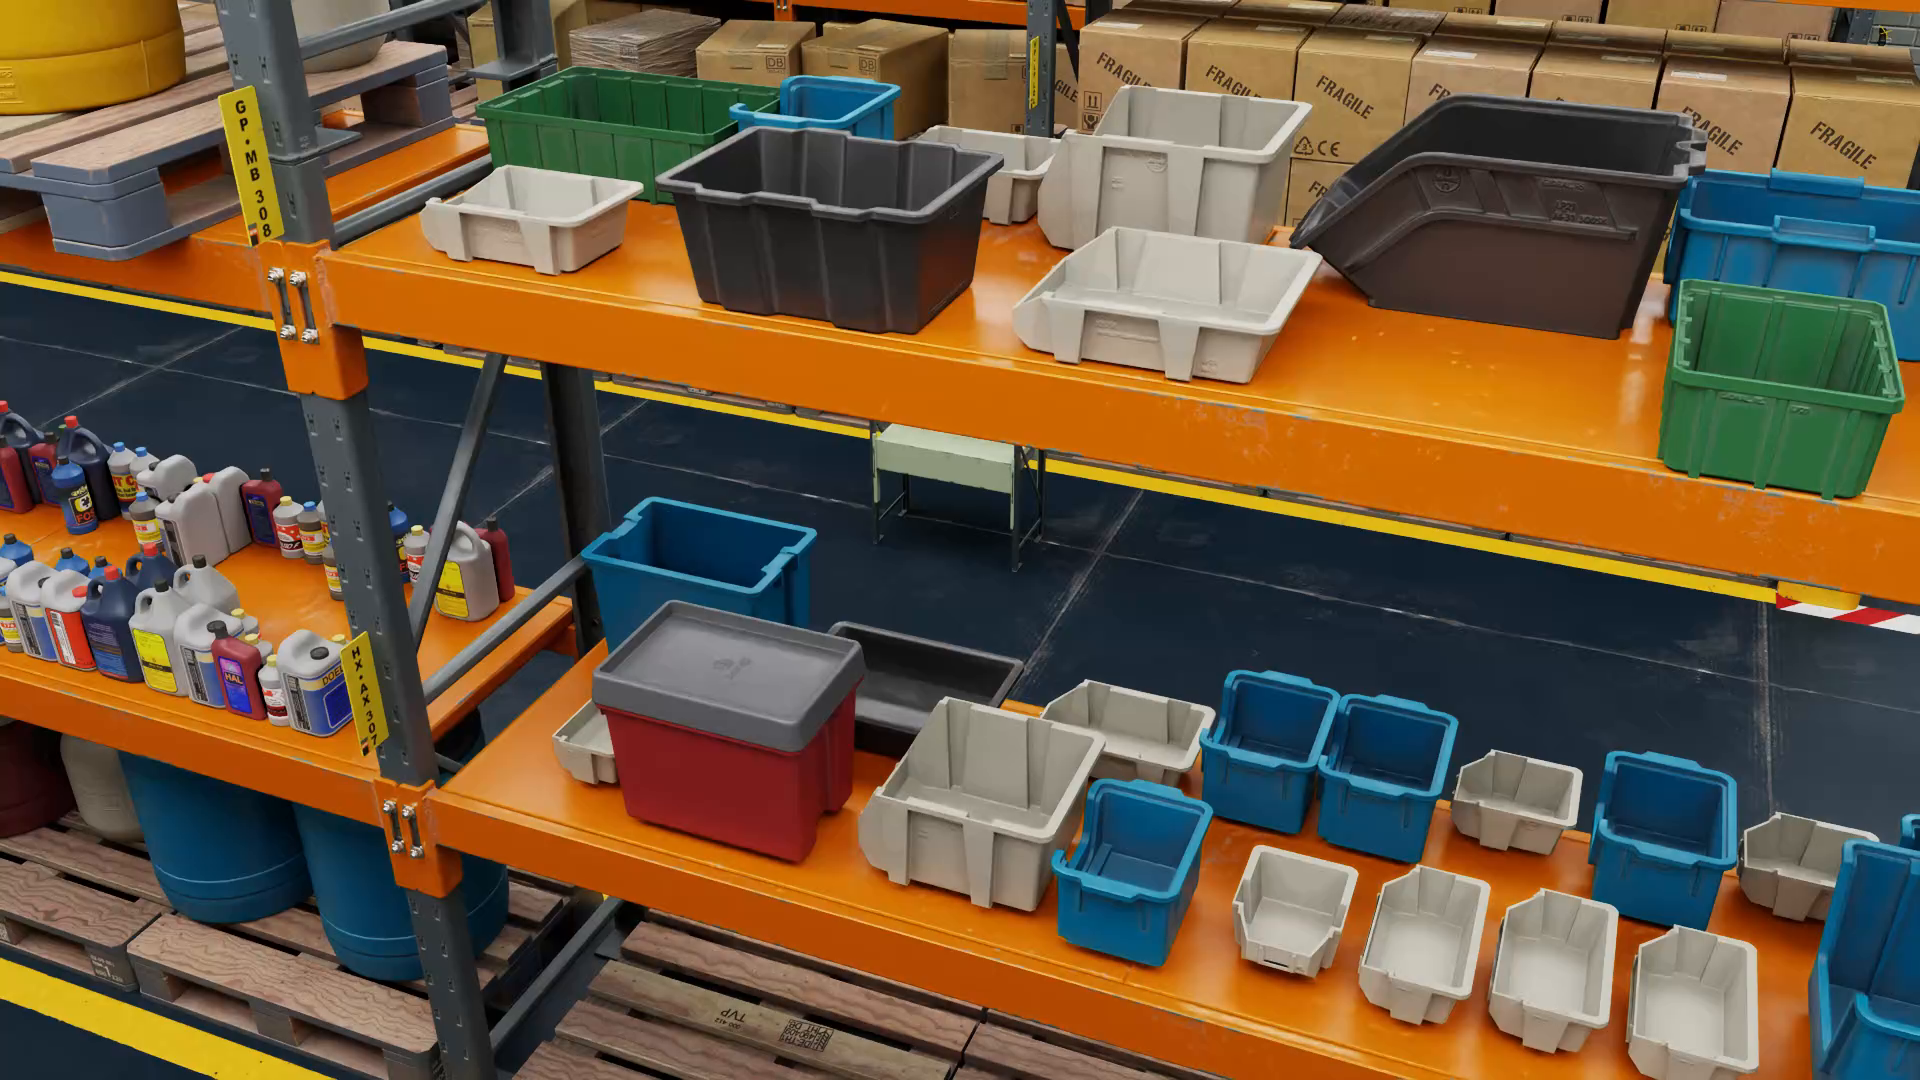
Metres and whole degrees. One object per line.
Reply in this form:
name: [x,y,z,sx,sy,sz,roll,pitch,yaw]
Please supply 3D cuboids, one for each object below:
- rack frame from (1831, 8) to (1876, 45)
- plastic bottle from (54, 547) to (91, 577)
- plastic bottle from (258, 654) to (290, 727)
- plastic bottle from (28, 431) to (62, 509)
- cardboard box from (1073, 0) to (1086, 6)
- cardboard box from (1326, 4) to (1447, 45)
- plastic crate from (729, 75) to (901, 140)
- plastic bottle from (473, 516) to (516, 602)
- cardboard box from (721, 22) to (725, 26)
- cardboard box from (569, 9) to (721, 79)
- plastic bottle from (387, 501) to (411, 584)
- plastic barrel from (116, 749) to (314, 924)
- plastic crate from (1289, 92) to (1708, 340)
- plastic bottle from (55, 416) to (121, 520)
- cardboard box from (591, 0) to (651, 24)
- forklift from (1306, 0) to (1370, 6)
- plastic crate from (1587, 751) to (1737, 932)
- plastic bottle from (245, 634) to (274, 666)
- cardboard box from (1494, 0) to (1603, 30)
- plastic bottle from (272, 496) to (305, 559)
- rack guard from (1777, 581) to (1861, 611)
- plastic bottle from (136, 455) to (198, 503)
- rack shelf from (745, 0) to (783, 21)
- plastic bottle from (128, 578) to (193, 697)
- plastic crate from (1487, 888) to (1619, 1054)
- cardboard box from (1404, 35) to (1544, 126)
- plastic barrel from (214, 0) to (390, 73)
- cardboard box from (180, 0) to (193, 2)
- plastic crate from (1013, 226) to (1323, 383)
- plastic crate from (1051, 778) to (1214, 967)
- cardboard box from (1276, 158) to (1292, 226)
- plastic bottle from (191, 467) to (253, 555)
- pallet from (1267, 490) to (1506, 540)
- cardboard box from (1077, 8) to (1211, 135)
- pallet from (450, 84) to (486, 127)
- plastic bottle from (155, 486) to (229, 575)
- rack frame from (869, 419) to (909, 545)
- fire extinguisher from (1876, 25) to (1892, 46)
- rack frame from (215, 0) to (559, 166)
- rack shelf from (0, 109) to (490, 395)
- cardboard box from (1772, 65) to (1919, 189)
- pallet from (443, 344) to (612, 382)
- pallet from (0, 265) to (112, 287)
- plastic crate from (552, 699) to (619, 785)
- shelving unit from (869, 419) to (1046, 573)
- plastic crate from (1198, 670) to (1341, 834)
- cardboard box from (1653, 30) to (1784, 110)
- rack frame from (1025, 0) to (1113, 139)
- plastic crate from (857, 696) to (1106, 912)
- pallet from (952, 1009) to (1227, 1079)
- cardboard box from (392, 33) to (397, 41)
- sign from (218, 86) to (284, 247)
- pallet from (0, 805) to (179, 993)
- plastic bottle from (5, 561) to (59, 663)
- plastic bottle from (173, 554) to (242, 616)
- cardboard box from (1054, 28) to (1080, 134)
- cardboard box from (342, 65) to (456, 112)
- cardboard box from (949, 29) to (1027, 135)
rack frame: [6.128,-3.514,11.419,0.127,3.000,1.000,11,31,19]
plastic bottle: [-2.691,0.147,5.072,0.097,0.271,0.097,0,29,0]
plastic bottle: [-1.908,0.415,4.669,0.097,0.201,0.097,0,29,0]
plastic bottle: [-3.144,-0.248,5.759,0.133,0.283,0.061,11,31,19]
cardboard box: [1.067,-4.289,13.025,0.250,0.149,0.380,11,31,19]
cardboard box: [2.071,-2.311,8.173,0.500,0.500,0.500,12,31,20]
plastic crate: [-0.340,-0.947,3.999,0.300,0.233,0.416,11,31,19]
plastic bottle: [-1.483,0.051,5.229,0.133,0.283,0.061,11,31,19]
cardboard box: [-2.406,-4.355,15.000,0.500,0.500,0.700,11,31,19]
cardboard box: [-1.743,-2.640,9.344,0.500,0.500,0.700,18,34,28]
plastic bottle: [-1.811,0.001,5.331,0.097,0.271,0.097,0,29,0]
plastic barrel: [-2.458,0.754,5.573,0.708,0.901,0.600,11,31,19]
plastic crate: [1.091,-0.684,3.426,0.767,0.338,0.504,11,31,19]
plastic bottle: [-2.989,-0.256,5.705,0.185,0.351,0.144,11,31,19]
cardboard box: [-2.955,-4.760,14.955,0.500,0.250,0.500,11,31,19]
forklift: [1.756,-3.062,10.688,3.031,2.935,1.130,20,35,31]
plastic crate: [1.688,0.732,4.015,0.300,0.233,0.416,11,31,19]
plastic bottle: [-2.009,0.363,4.762,0.097,0.201,0.097,0,29,0]
cardboard box: [4.270,-4.009,11.990,0.700,0.700,0.980,10,31,17]
plastic bottle: [-2.206,-0.048,5.488,0.097,0.201,0.097,0,29,0]
rack guard: [4.198,-0.181,8.062,0.348,0.500,1.175,11,31,19]
plastic bottle: [-2.662,-0.157,5.605,0.135,0.276,0.152,11,31,19]
rack shelf: [-3.139,-5.051,14.869,4.000,0.370,1.077,11,31,19]
plastic bottle: [-2.278,0.264,4.785,0.185,0.351,0.144,11,31,19]
plastic crate: [1.316,0.963,3.705,0.243,0.136,0.396,11,31,19]
cardboard box: [2.326,-1.972,7.574,0.500,0.500,0.500,12,32,21]
plastic barrel: [-1.697,-1.496,4.236,0.433,0.535,0.433,0,29,0]
cardboard box: [-8.091,-5.326,16.910,0.500,0.311,0.500,8,30,13]
plastic crate: [0.395,-0.457,3.230,0.530,0.136,0.437,11,31,19]
plastic crate: [0.403,0.787,3.919,0.300,0.233,0.416,11,31,19]
cardboard box: [1.408,-1.727,8.155,0.500,0.500,0.500,12,32,20]
plastic bottle: [-2.447,-0.114,5.529,0.135,0.276,0.152,11,31,19]
pallet: [2.333,-0.428,8.794,1.213,0.211,1.003,11,31,19]
cardboard box: [0.893,-2.258,8.079,0.500,0.500,0.500,12,32,20]
pallet: [-2.490,-2.558,9.922,1.003,0.211,1.213,11,31,19]
plastic bottle: [-2.505,-0.044,5.406,0.135,0.276,0.152,11,31,19]
rack frame: [-0.345,-0.722,8.003,0.023,1.500,0.400,11,31,19]
fire extinguisher: [6.094,-3.080,11.108,0.183,0.674,0.296,11,31,19]
rack frame: [-1.304,-2.349,3.260,0.127,3.000,1.000,11,31,19]
rack shelf: [-3.157,-1.100,4.830,4.000,0.370,1.077,11,31,19]
cardboard box: [3.753,-1.691,7.075,0.500,0.500,0.500,11,31,19]
pallet: [-2.467,-1.365,10.451,1.213,0.211,1.003,11,31,19]
pallet: [-6.154,-2.142,11.826,1.213,0.211,1.003,11,31,19]
plastic crate: [-0.926,0.503,4.519,0.243,0.136,0.396,11,31,19]
shelving unit: [-0.006,-0.654,7.883,0.755,1.500,0.431,11,31,19]
plastic crate: [0.800,0.555,4.329,0.300,0.233,0.416,11,31,19]
cardboard box: [3.469,-2.029,7.674,0.500,0.500,0.500,12,31,20]
rack frame: [0.562,-1.995,8.731,0.127,3.000,1.000,11,31,19]
plastic crate: [0.042,0.655,4.102,0.530,0.282,0.437,11,31,19]
pallet: [0.527,1.820,4.815,1.213,0.211,1.003,11,31,19]
cardboard box: [-5.499,-4.778,16.086,0.250,0.166,0.380,7,30,13]
sign: [-1.512,-0.796,3.553,0.005,0.325,0.100,11,31,19]
pallet: [-3.137,1.090,6.107,1.213,0.211,1.003,11,31,19]
plastic bottle: [-2.721,0.206,4.964,0.135,0.276,0.152,11,31,19]
plastic bottle: [-2.224,0.198,4.902,0.185,0.351,0.144,11,31,19]
cardboard box: [0.945,-3.725,13.550,0.750,0.750,0.750,12,32,21]
cardboard box: [-3.465,-2.783,10.216,0.500,0.311,0.500,13,32,22]
cardboard box: [0.207,-2.411,8.938,0.500,0.500,0.700,1,30,2]
